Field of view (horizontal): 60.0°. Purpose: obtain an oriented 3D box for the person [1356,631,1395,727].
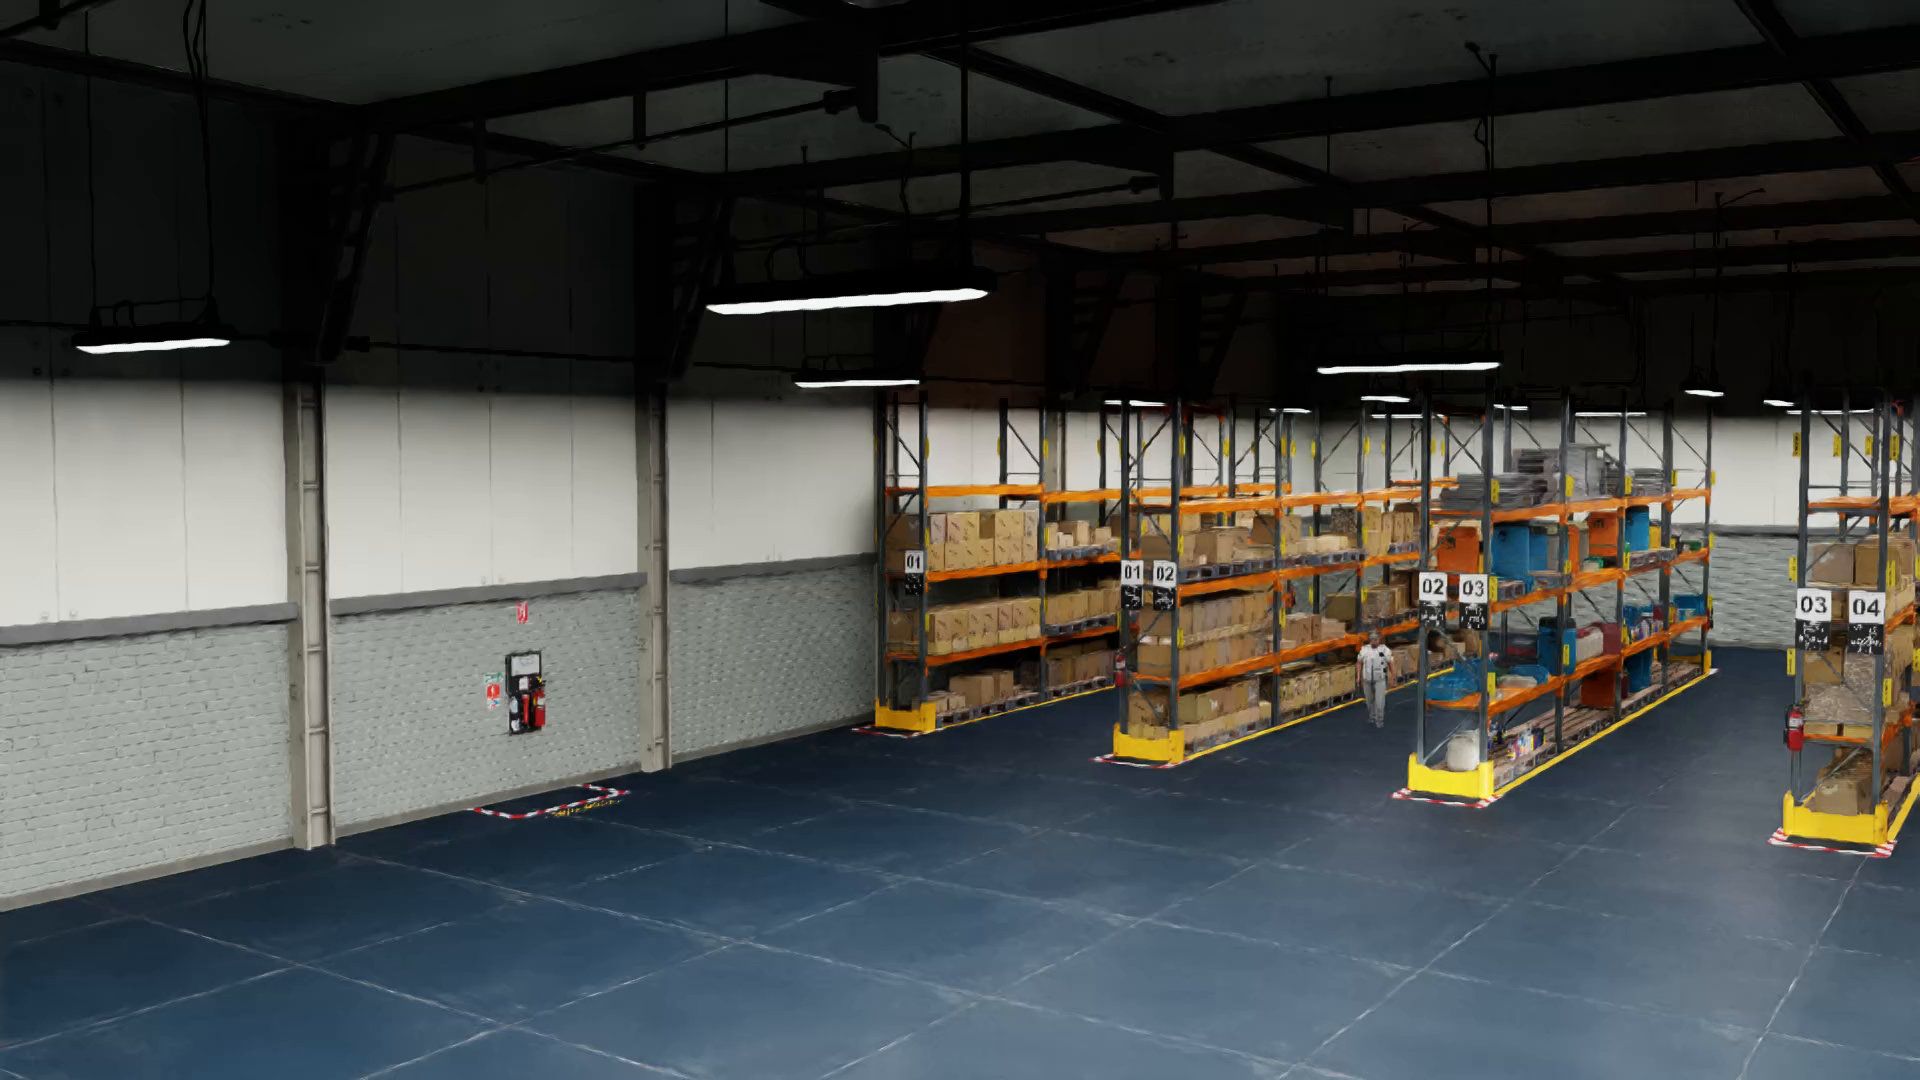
[{"bbox_3d":[7.528,2.474,30.056,0.673,1.725,0.700,2,4,26],"label":"person"}]
